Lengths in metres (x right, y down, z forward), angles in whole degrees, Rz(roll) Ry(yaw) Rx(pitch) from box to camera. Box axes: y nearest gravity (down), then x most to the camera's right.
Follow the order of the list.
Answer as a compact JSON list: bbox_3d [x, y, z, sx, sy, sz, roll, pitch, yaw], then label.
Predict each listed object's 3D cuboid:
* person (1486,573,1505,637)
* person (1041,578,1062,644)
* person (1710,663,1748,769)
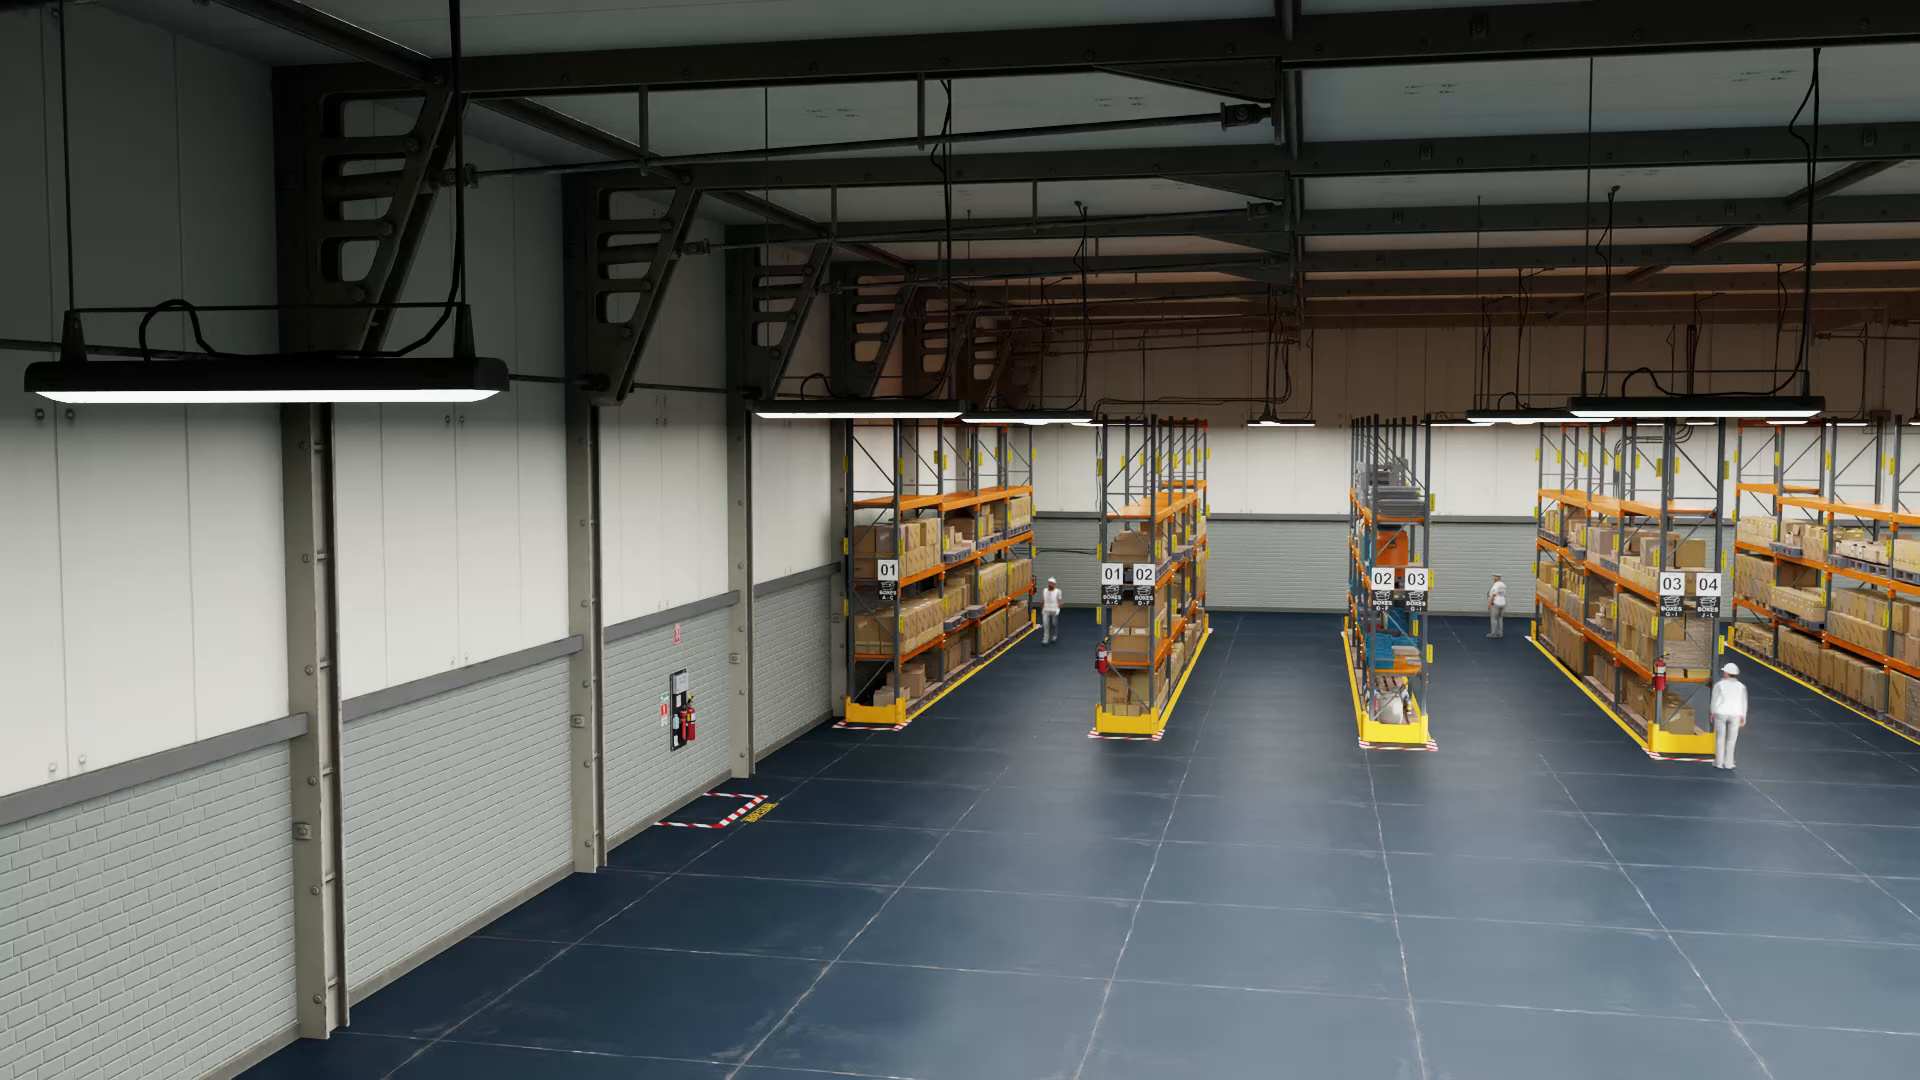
[{"bbox_3d":[14.738,1.805,45.695,0.546,1.762,0.449,-3,5,-41],"label":"person"},{"bbox_3d":[2.414,1.887,44.286,0.582,1.724,1.042,1,4,11],"label":"person"},{"bbox_3d":[12.969,2.961,28.051,0.560,1.774,0.372,2,4,30],"label":"person"}]
